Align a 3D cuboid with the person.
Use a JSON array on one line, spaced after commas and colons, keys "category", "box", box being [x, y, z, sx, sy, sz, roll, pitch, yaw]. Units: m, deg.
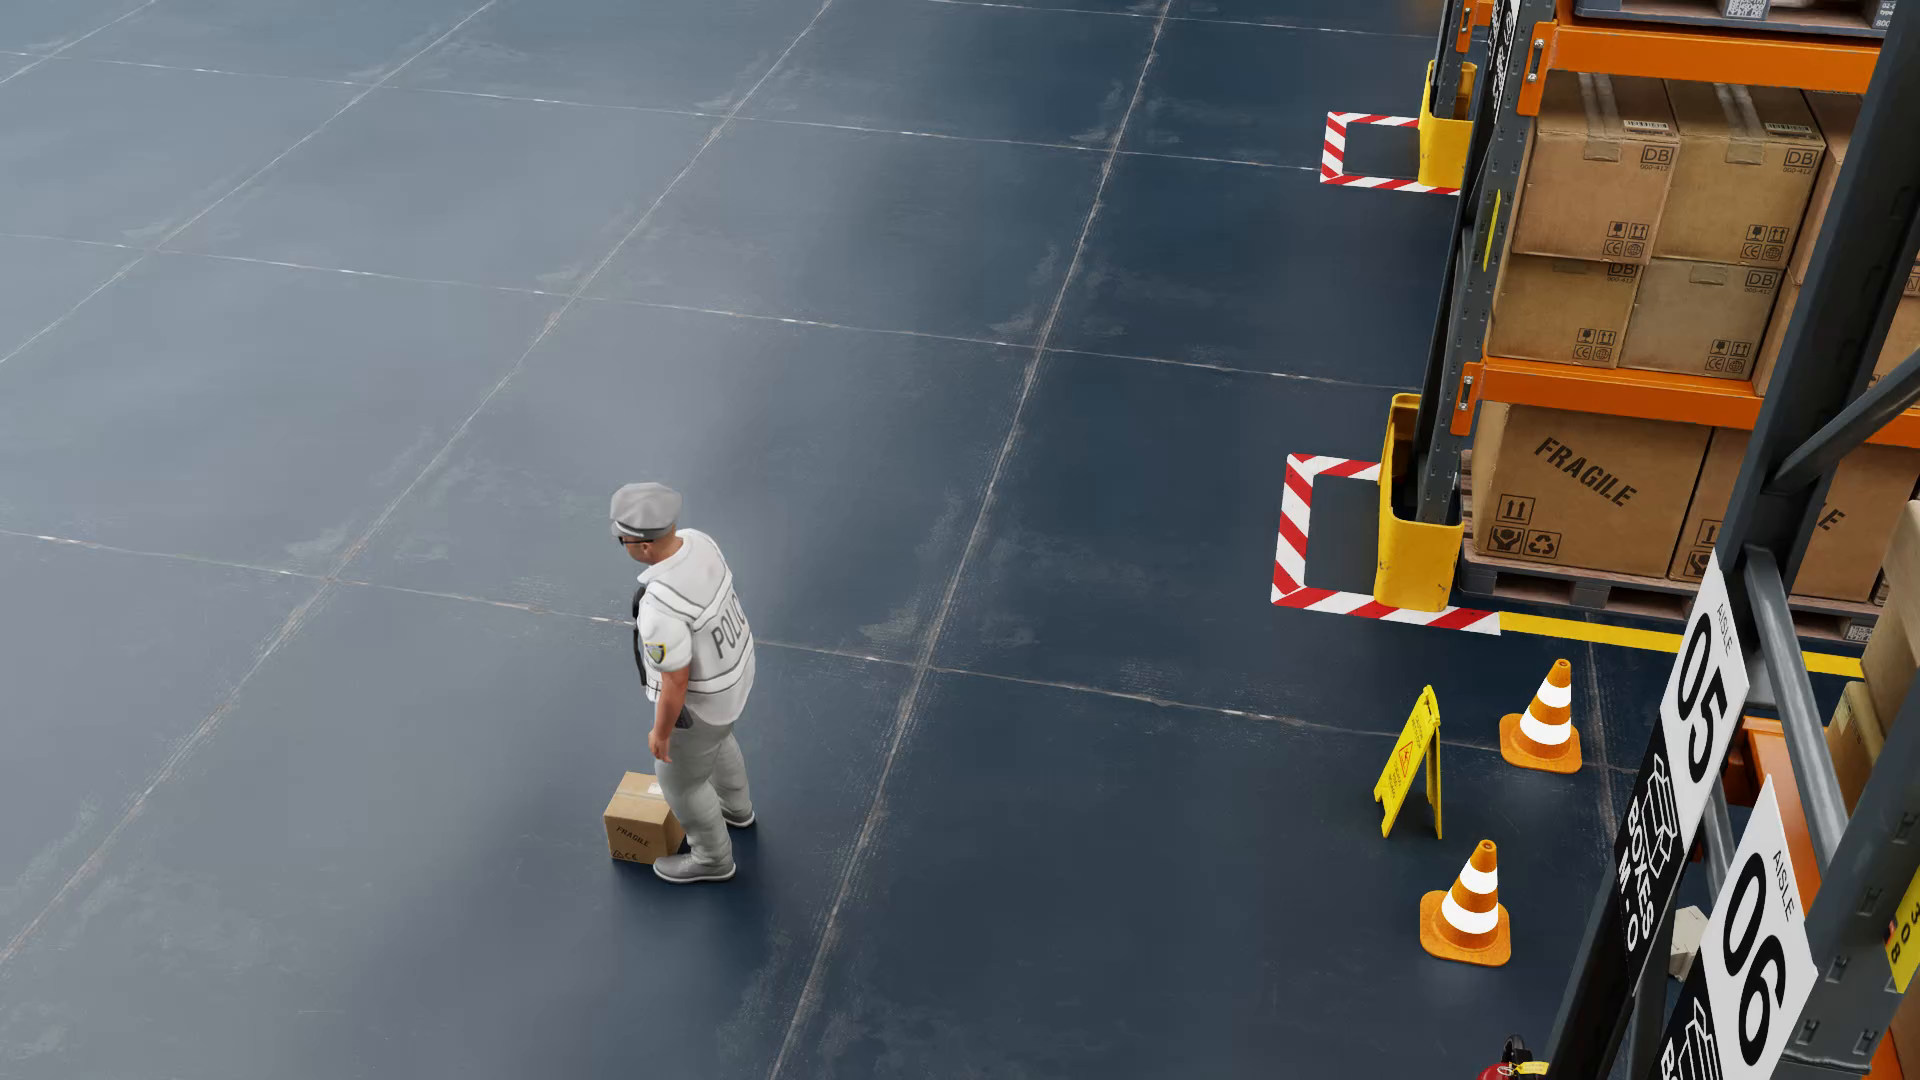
[{"category": "person", "box": [-0.991, 0.553, 6.207, 0.433, 1.748, 0.595, 7, 37, 9]}]
